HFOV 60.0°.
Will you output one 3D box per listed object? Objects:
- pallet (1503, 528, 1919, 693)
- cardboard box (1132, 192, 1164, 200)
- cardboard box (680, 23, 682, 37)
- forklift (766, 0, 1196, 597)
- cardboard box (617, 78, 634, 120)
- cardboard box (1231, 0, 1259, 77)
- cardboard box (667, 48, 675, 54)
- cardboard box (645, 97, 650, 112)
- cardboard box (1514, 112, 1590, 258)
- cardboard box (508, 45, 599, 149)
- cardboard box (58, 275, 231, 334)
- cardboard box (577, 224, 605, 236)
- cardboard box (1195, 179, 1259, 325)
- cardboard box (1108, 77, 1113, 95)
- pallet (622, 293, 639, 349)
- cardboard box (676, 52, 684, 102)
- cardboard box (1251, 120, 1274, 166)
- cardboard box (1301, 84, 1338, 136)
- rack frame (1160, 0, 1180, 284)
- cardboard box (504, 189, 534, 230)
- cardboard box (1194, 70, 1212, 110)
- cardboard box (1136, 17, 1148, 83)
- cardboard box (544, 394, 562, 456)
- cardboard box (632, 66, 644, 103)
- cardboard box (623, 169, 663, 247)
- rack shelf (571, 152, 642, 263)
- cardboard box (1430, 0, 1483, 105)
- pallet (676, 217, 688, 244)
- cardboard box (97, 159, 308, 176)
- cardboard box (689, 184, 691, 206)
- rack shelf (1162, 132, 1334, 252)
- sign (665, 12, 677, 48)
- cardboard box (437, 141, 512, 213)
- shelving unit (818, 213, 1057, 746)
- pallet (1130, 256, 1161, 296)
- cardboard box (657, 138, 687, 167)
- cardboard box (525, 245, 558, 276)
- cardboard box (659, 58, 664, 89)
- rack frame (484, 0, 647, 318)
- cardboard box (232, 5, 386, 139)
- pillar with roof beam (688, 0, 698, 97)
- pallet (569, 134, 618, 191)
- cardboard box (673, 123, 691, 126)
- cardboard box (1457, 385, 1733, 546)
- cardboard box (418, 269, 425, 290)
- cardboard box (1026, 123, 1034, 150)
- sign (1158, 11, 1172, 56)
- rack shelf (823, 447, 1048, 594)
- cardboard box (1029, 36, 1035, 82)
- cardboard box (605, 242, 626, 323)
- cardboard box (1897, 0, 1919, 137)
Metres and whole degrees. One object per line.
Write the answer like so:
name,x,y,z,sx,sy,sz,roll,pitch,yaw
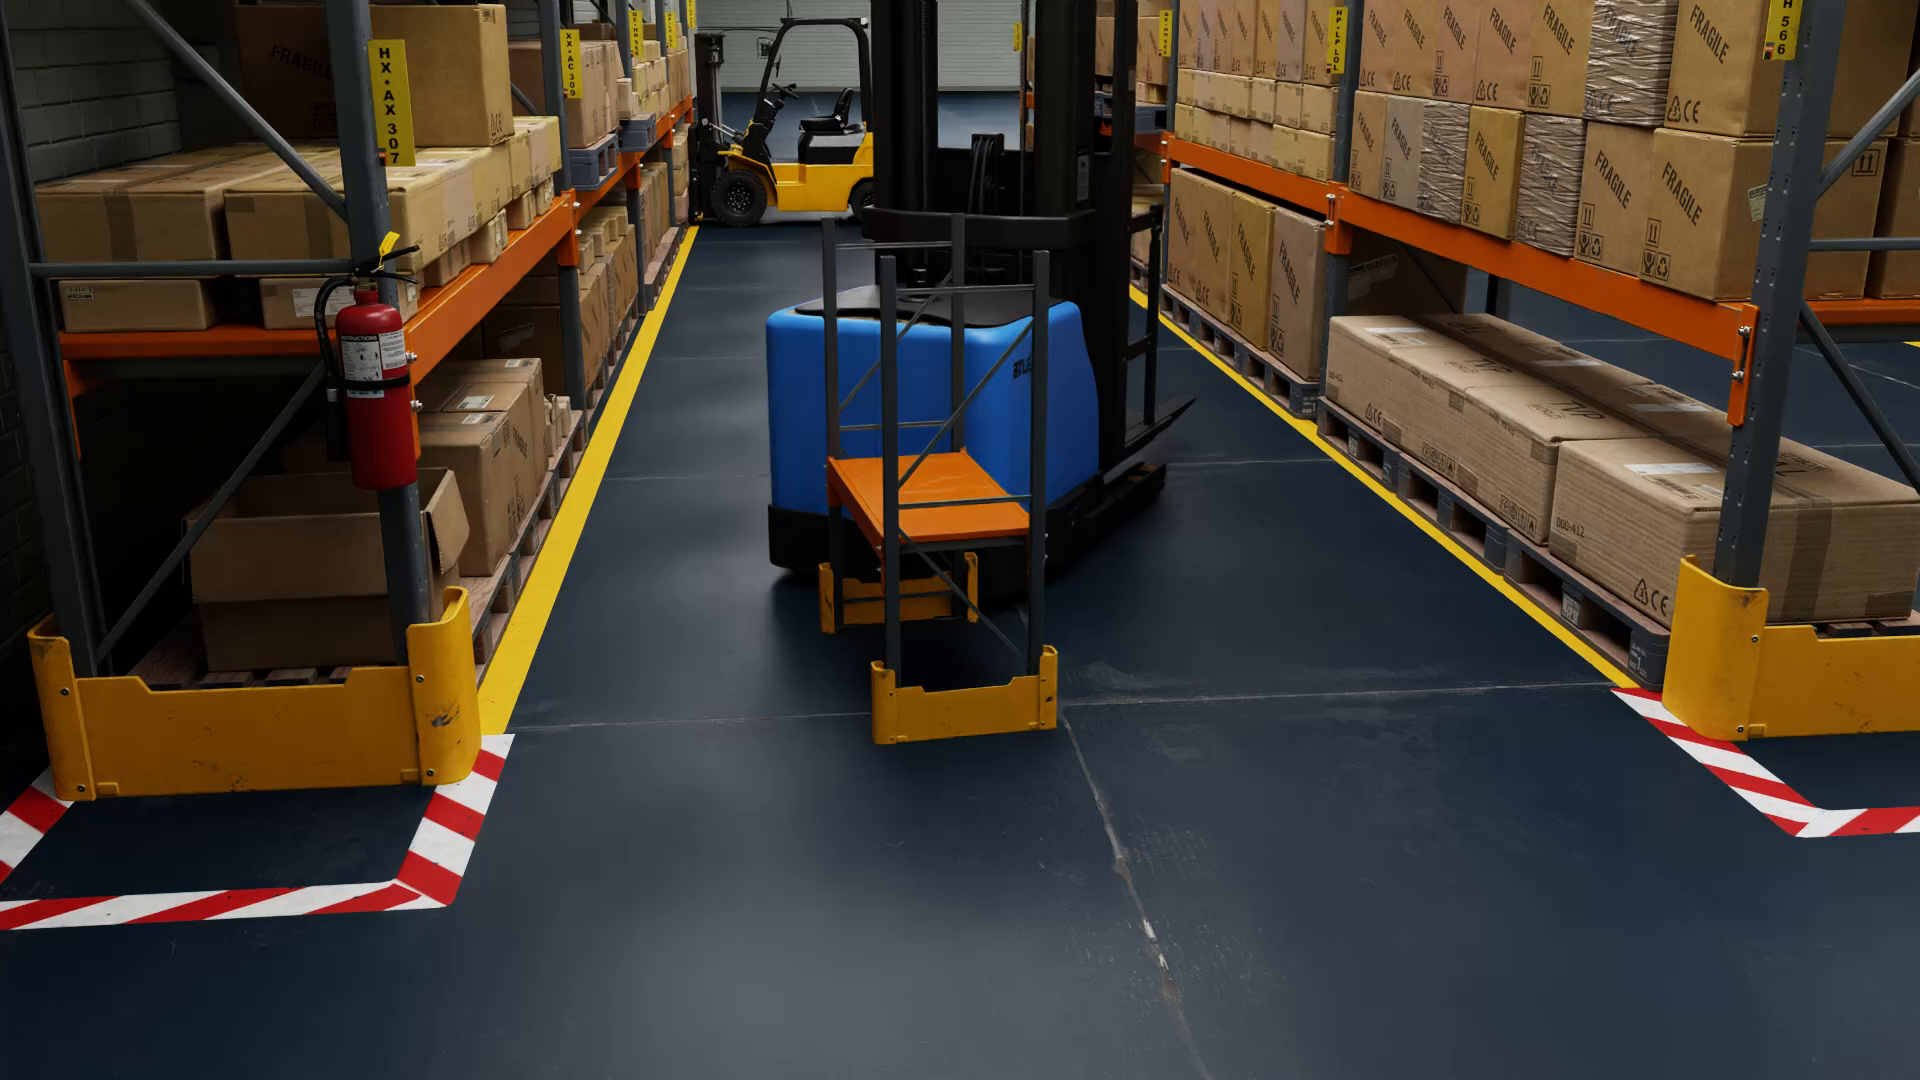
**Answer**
pallet,2.731,0.216,6.136,1.003,0.211,1.213,-2,18,-6
cardboard box,1.787,-3.030,15.506,0.950,0.372,0.625,-1,17,-2
cardboard box,-3.250,-5.589,18.227,0.380,0.149,0.250,-1,17,-4
forklift,0.314,-1.580,7.317,1.130,2.935,3.031,8,19,24
cardboard box,-2.440,-2.932,11.057,0.500,0.250,0.500,-3,18,-8
cardboard box,2.021,-3.180,10.461,0.500,0.500,0.500,-1,17,-5
cardboard box,-3.089,-4.989,16.811,0.380,0.149,0.250,-1,17,-4
cardboard box,-2.781,-3.479,13.501,0.500,0.250,0.500,-2,18,-7
cardboard box,2.478,-1.365,6.349,0.500,0.500,0.500,-1,17,-4
cardboard box,-2.286,-2.315,8.674,0.700,0.500,0.500,-1,17,-4
cardboard box,-2.347,-0.694,4.801,0.380,0.149,0.250,-2,18,-6
cardboard box,-2.518,-1.971,10.836,0.380,0.149,0.250,-2,18,-6
cardboard box,2.142,-1.974,11.304,0.875,0.875,0.875,-2,17,-5
cardboard box,1.503,-3.970,14.535,0.380,0.149,0.250,-1,17,-4
pallet,-2.832,-1.553,11.773,1.003,0.211,1.213,-2,18,-6
cardboard box,-3.224,-4.943,17.747,0.500,0.500,0.500,-2,18,-5
cardboard box,2.097,-2.427,10.151,0.500,0.250,0.500,-2,18,-7
cardboard box,2.191,-2.361,9.105,0.500,0.250,0.500,-2,18,-6
rack frame,2.066,-3.262,12.559,1.000,3.000,0.127,-2,18,-6
cardboard box,-2.021,-1.401,7.051,0.380,0.149,0.250,-2,18,-6
cardboard box,1.925,-3.116,11.511,0.500,0.250,0.500,-1,17,-4
cardboard box,1.678,-3.932,13.330,0.500,0.500,0.500,-2,18,-7
cardboard box,-2.072,-0.548,7.779,0.396,0.266,0.258,-1,17,-4
cardboard box,-2.649,-3.415,12.462,0.500,0.250,0.500,-2,18,-6
cardboard box,-3.146,-2.980,14.925,0.875,0.625,0.625,-2,18,-6
rack shelf,-2.665,-2.168,10.277,1.077,0.370,4.000,-2,18,-6
cardboard box,2.374,-2.142,7.155,0.500,0.500,0.500,-1,17,-5
pallet,-3.324,-3.207,17.040,1.003,0.211,1.213,-2,18,-6
cardboard box,-2.409,-1.077,5.353,0.500,0.250,0.500,-2,18,-5
cardboard box,-3.173,-3.797,18.154,0.500,0.250,0.500,-1,17,-4
rack shelf,2.272,-2.323,10.769,1.077,0.370,4.000,-2,18,-6
sign,-2.745,-4.833,15.764,0.100,0.325,0.005,-2,18,-6
cardboard box,-2.007,-1.391,6.352,0.500,0.250,0.500,-2,18,-7
shelving unit,-0.105,-0.256,5.487,0.587,1.500,1.083,-4,18,-13
pallet,1.987,-2.164,13.718,1.003,0.211,1.213,-2,18,-6
cardboard box,-3.064,-3.971,17.038,0.500,0.250,0.500,-2,18,-6
cardboard box,-2.291,-1.488,8.802,0.380,0.149,0.250,-2,18,-7
cardboard box,-2.919,-4.175,14.882,0.500,0.250,0.500,-2,18,-7
rack frame,-2.871,-3.107,12.067,1.000,3.000,0.127,-2,18,-6
cardboard box,-2.570,-1.892,6.697,0.500,0.500,0.500,-2,18,-7
pillar with roof beam,-3.333,-17.189,46.905,9.100,9.000,0.400,-2,18,-6
pallet,-2.432,-2.066,9.069,1.003,0.211,1.213,-2,18,-6
cardboard box,-3.339,-4.729,19.452,0.500,0.250,0.500,-1,17,-4
cardboard box,2.621,-0.322,6.772,0.875,0.438,0.875,-1,17,-4
cardboard box,-1.941,-0.862,5.334,0.380,0.149,0.250,-2,18,-6
cardboard box,1.052,-4.636,19.572,0.500,0.500,0.500,-2,18,-7
sign,1.527,-3.757,12.335,0.100,0.325,0.005,-2,18,-6
rack shelf,-0.108,-0.087,5.550,0.538,0.185,1.000,-4,18,-13
cardboard box,1.070,-5.531,19.123,0.500,0.500,0.500,-1,17,-4
cardboard box,-2.516,-1.691,11.026,0.500,0.500,0.500,-1,17,-3
cardboard box,3.125,-1.555,5.286,0.500,0.500,0.500,-2,18,-7
